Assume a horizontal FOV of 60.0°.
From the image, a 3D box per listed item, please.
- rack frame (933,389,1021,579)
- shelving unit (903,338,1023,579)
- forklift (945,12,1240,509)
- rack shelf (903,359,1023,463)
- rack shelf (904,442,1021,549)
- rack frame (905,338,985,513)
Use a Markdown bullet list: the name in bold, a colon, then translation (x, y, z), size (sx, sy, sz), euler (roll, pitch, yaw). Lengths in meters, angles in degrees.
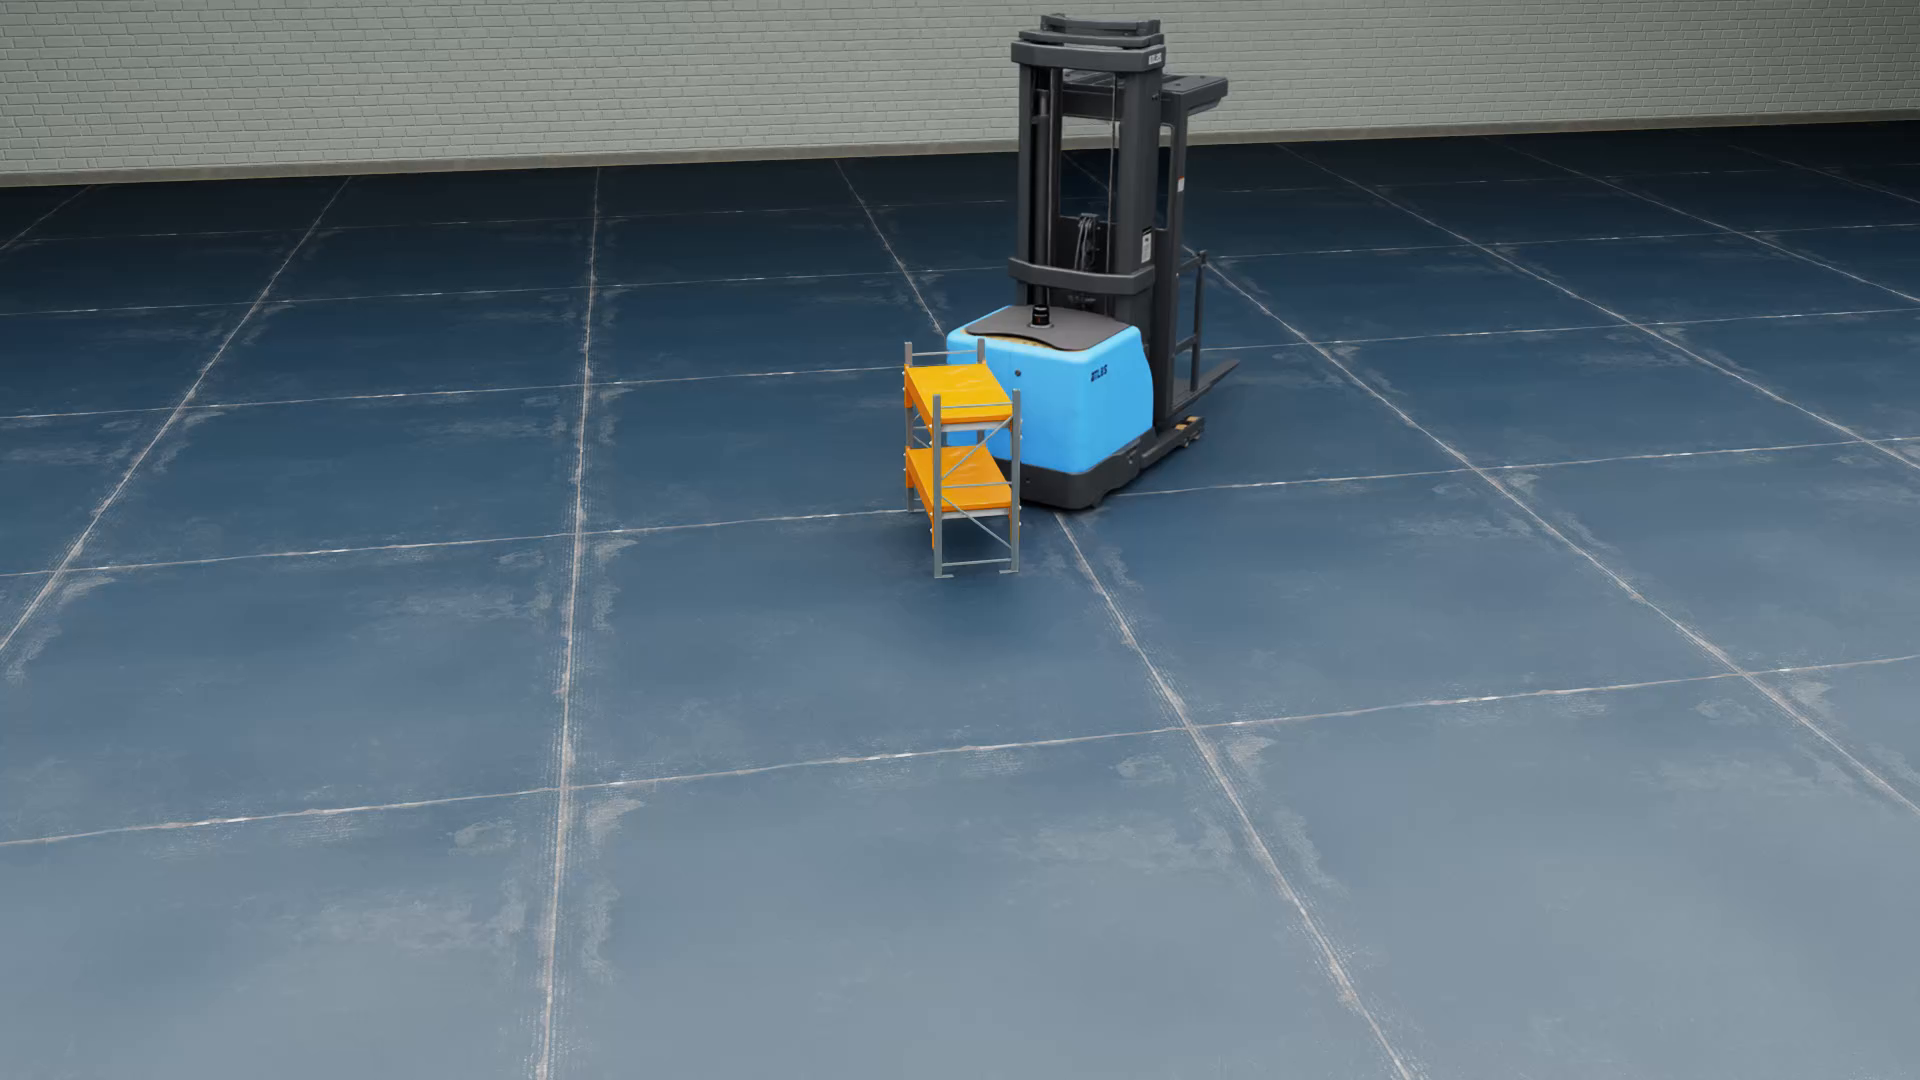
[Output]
- **rack frame**: translation (0.095, -0.313, 9.561), size (0.500, 1.125, 0.032), euler (-4, 24, -10)
- **shelving unit**: translation (0.001, -0.513, 10.019), size (0.538, 1.125, 1.048), euler (-4, 24, -10)
- **forklift**: translation (1.096, -2.082, 11.355), size (1.130, 2.935, 3.031), euler (14, 27, 28)
- **rack shelf**: translation (0.001, -0.781, 9.902), size (0.538, 0.278, 1.000), euler (-4, 24, -10)
- **rack shelf**: translation (0.001, -0.289, 10.117), size (0.538, 0.278, 1.000), euler (-4, 24, -10)
- **rack frame**: translation (-0.093, -0.713, 10.477), size (0.500, 1.125, 0.032), euler (-4, 24, -10)
